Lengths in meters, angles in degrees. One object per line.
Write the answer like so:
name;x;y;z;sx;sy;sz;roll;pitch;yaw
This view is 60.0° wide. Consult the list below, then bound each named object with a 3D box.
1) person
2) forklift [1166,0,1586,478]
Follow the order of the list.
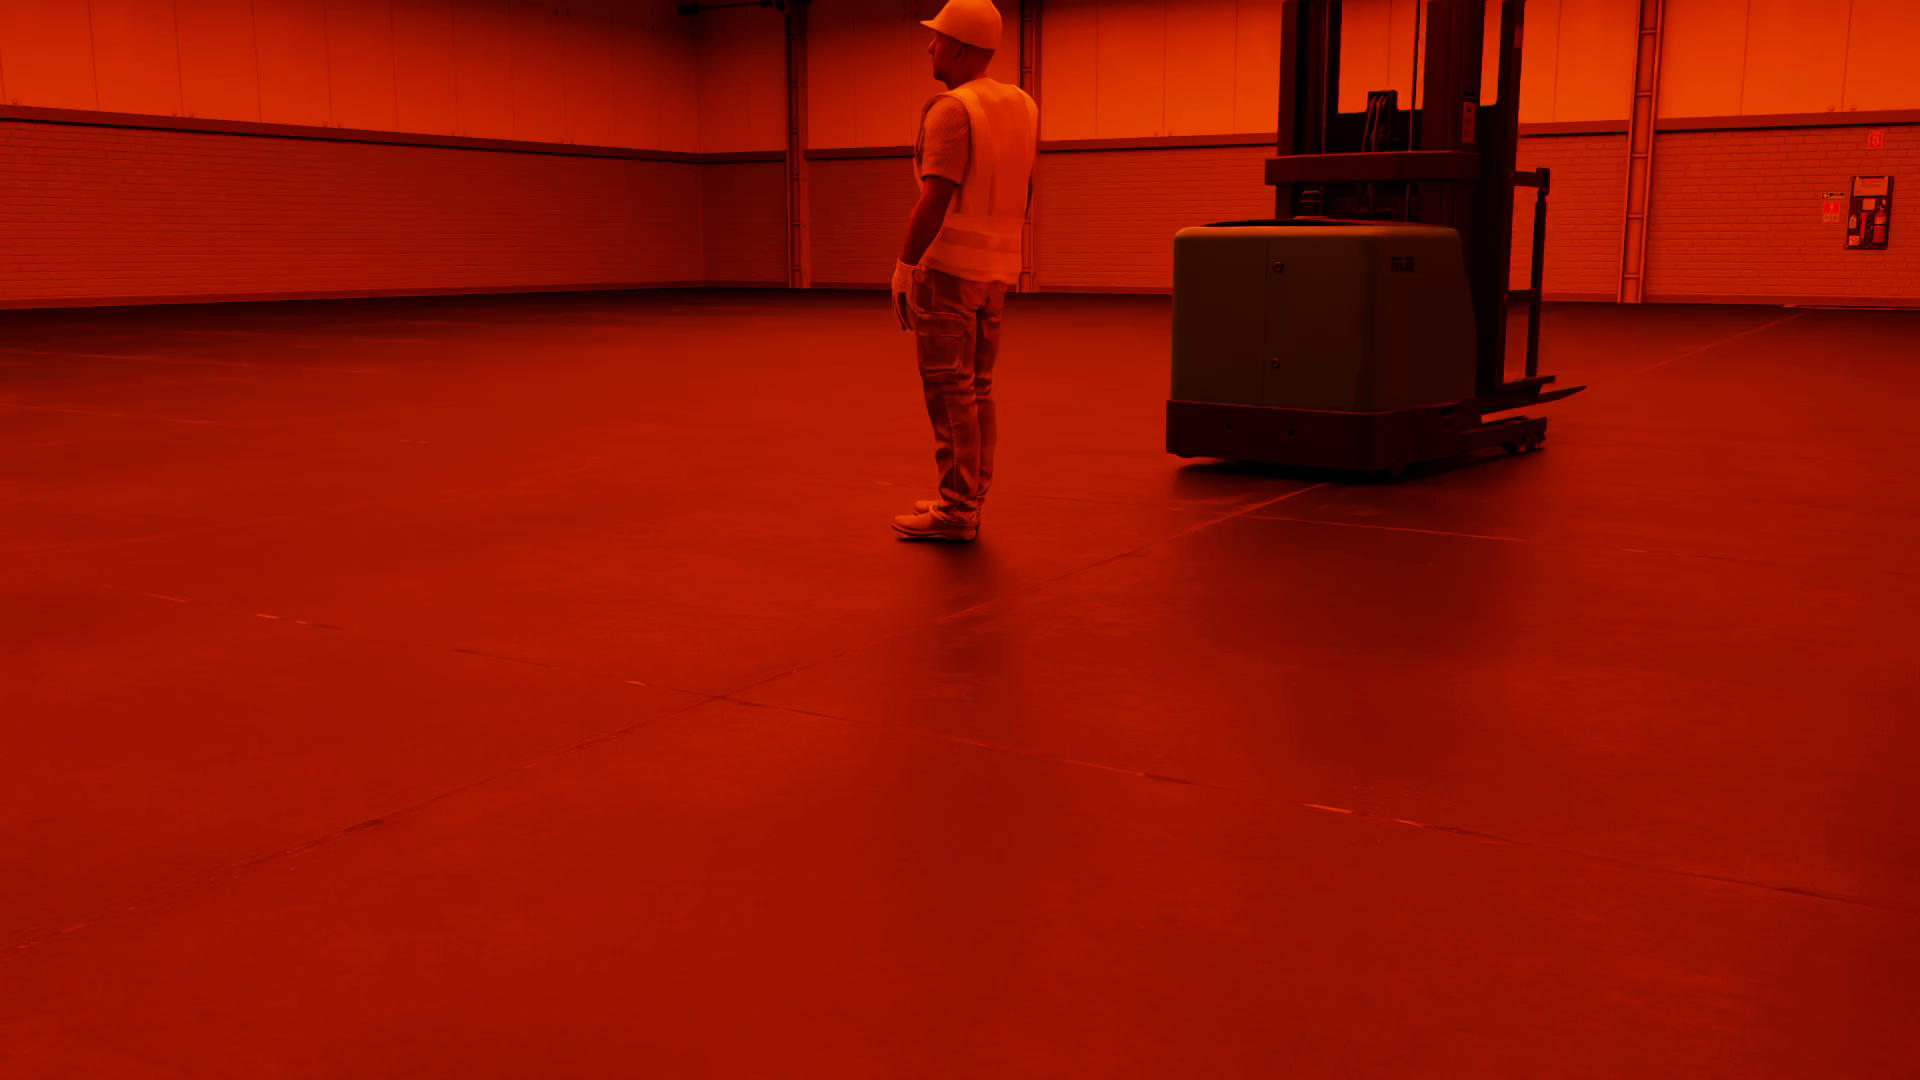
person;-0.057;-0.893;5.595;0.575;1.785;0.657;6;12;31
forklift;2.258;-1.913;8.091;1.130;2.935;3.031;8;13;39
